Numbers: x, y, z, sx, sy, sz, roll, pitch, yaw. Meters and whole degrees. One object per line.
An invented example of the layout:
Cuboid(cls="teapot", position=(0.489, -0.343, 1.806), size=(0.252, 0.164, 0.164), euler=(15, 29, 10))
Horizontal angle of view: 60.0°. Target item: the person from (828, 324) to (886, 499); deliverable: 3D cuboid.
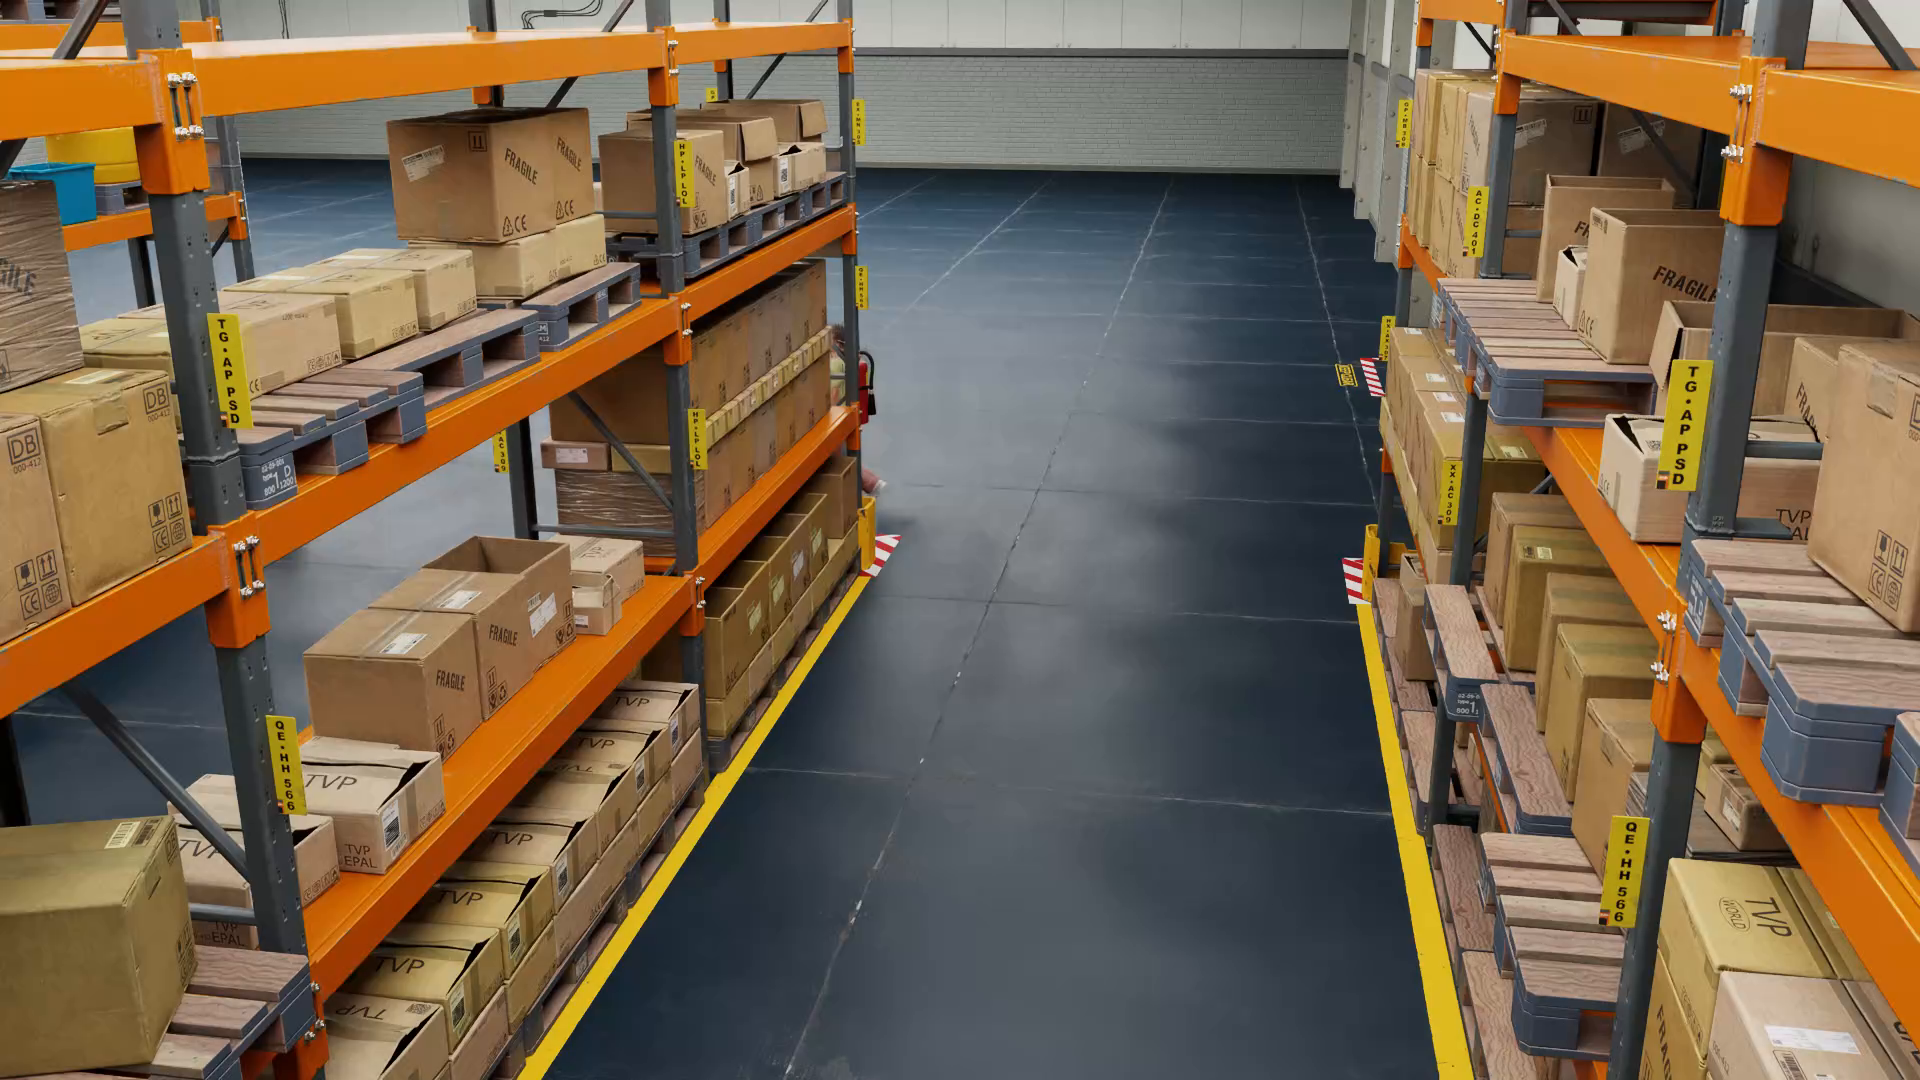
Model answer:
Cuboid(cls="person", position=(-1.017, -1.034, 14.240), size=(0.797, 1.642, 0.477), euler=(2, 18, 7))
